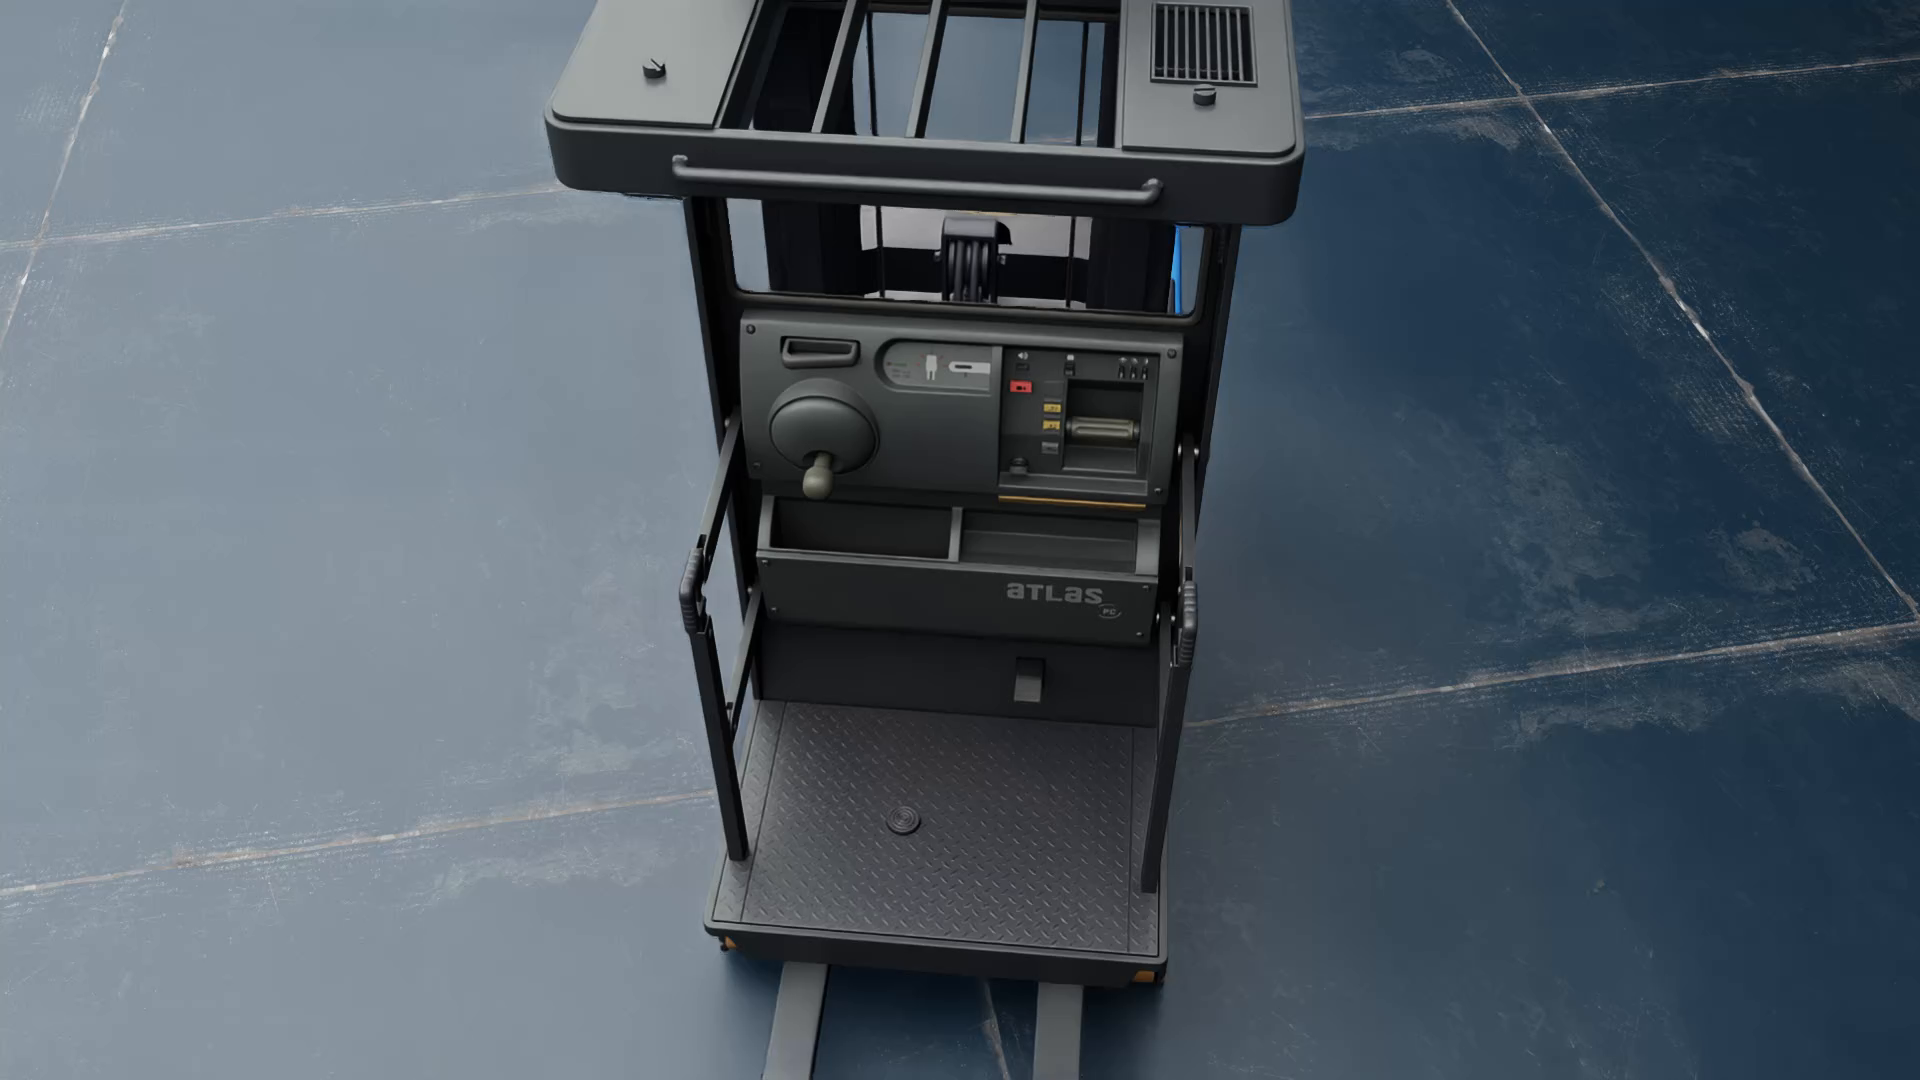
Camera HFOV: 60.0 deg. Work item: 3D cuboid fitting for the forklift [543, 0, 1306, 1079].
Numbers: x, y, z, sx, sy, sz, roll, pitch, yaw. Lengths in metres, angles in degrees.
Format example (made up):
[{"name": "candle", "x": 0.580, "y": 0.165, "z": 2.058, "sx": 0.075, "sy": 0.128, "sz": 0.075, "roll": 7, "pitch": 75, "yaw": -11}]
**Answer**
[{"name": "forklift", "x": -0.020, "y": -0.172, "z": 3.380, "sx": 1.130, "sy": 2.935, "sz": 3.031, "roll": 4, "pitch": 46, "yaw": 4}]
